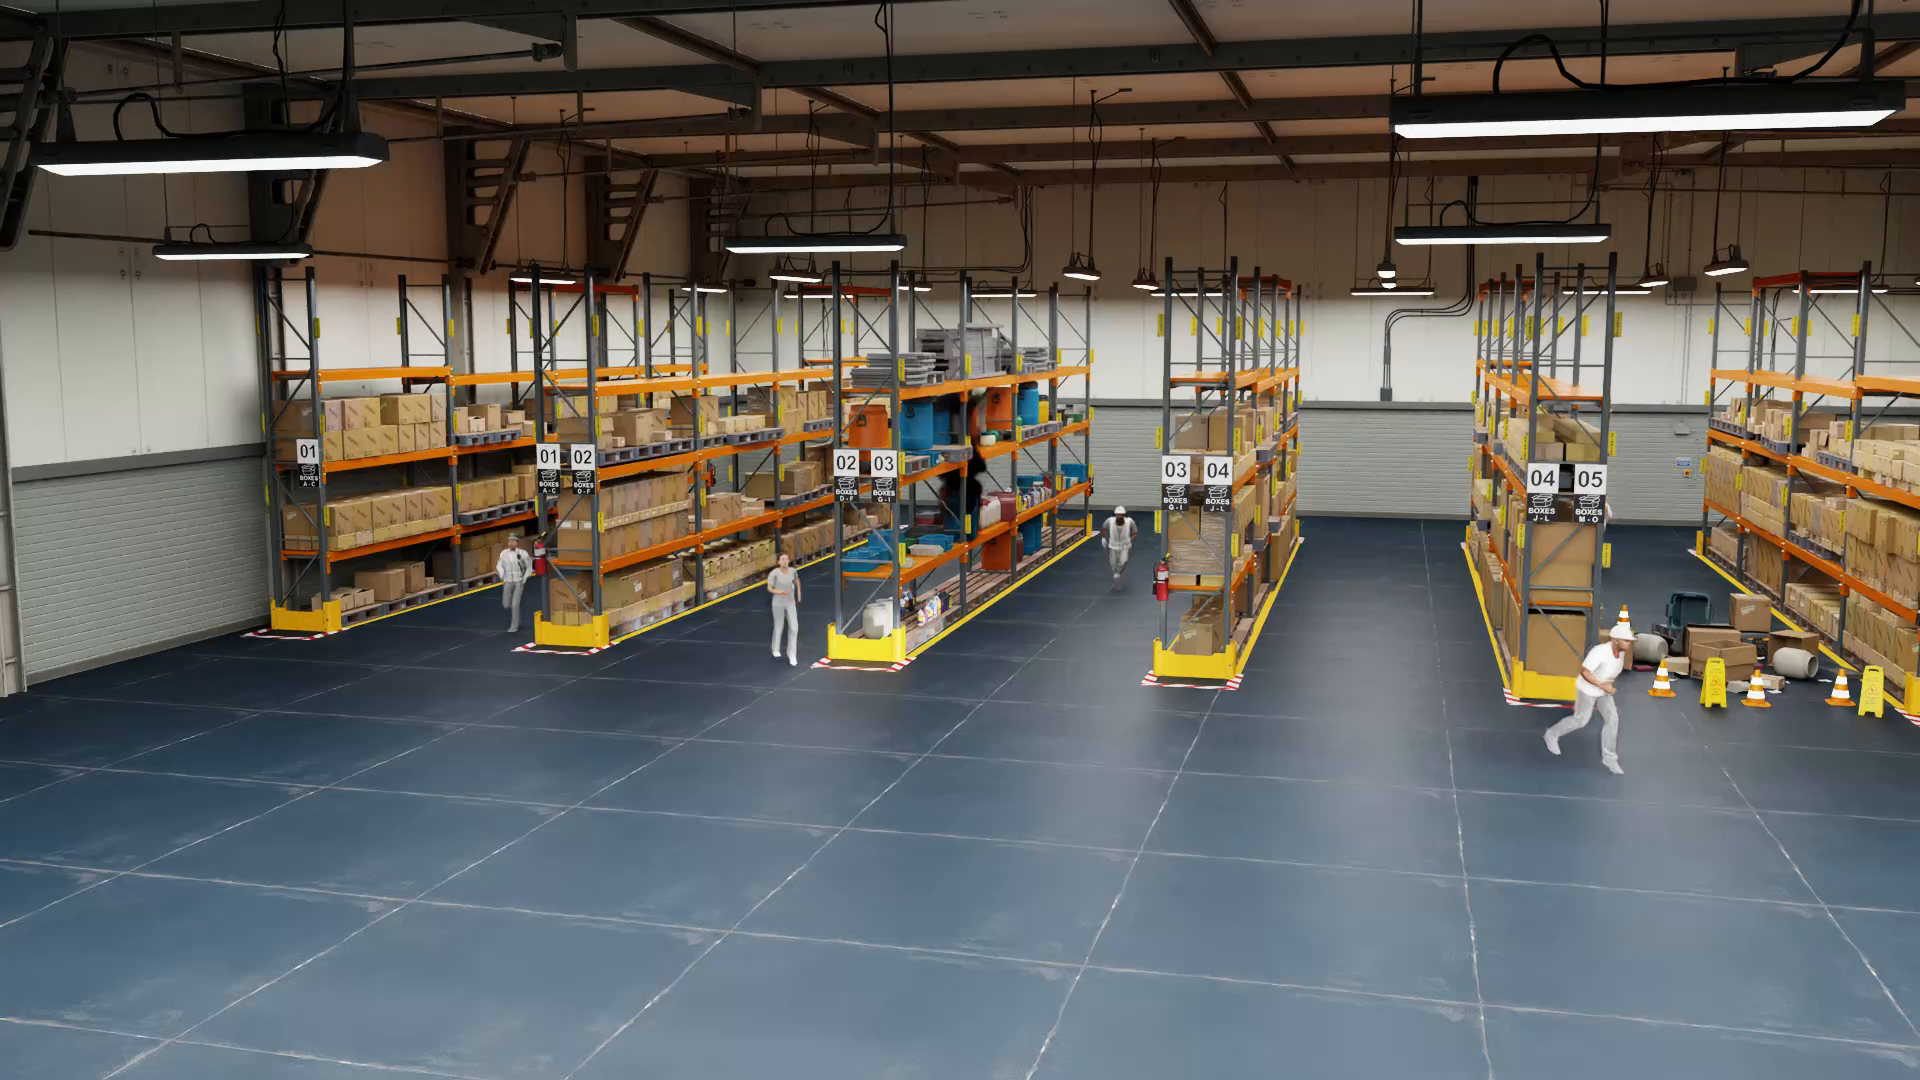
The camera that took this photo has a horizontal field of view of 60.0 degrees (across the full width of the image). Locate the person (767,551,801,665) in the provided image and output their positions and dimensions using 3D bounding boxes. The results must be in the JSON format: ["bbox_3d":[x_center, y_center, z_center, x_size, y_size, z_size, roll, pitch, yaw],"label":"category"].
[{"bbox_3d":[-2.641,1.026,25.007,0.575,1.742,0.742,-3,8,-24],"label":"person"}]

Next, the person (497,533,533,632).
[{"bbox_3d":[-7.383,0.688,27.611,0.609,1.648,0.611,0,7,1],"label":"person"}]

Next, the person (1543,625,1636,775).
[{"bbox_3d":[7.219,1.776,19.093,0.743,1.714,1.057,-7,10,-42],"label":"person"}]

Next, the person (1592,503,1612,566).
[{"bbox_3d":[13.449,-0.269,35.138,0.623,1.661,0.547,1,7,5],"label":"person"}]

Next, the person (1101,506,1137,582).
[{"bbox_3d":[3.022,0.090,31.561,0.674,1.510,0.769,0,7,3],"label":"person"}]
